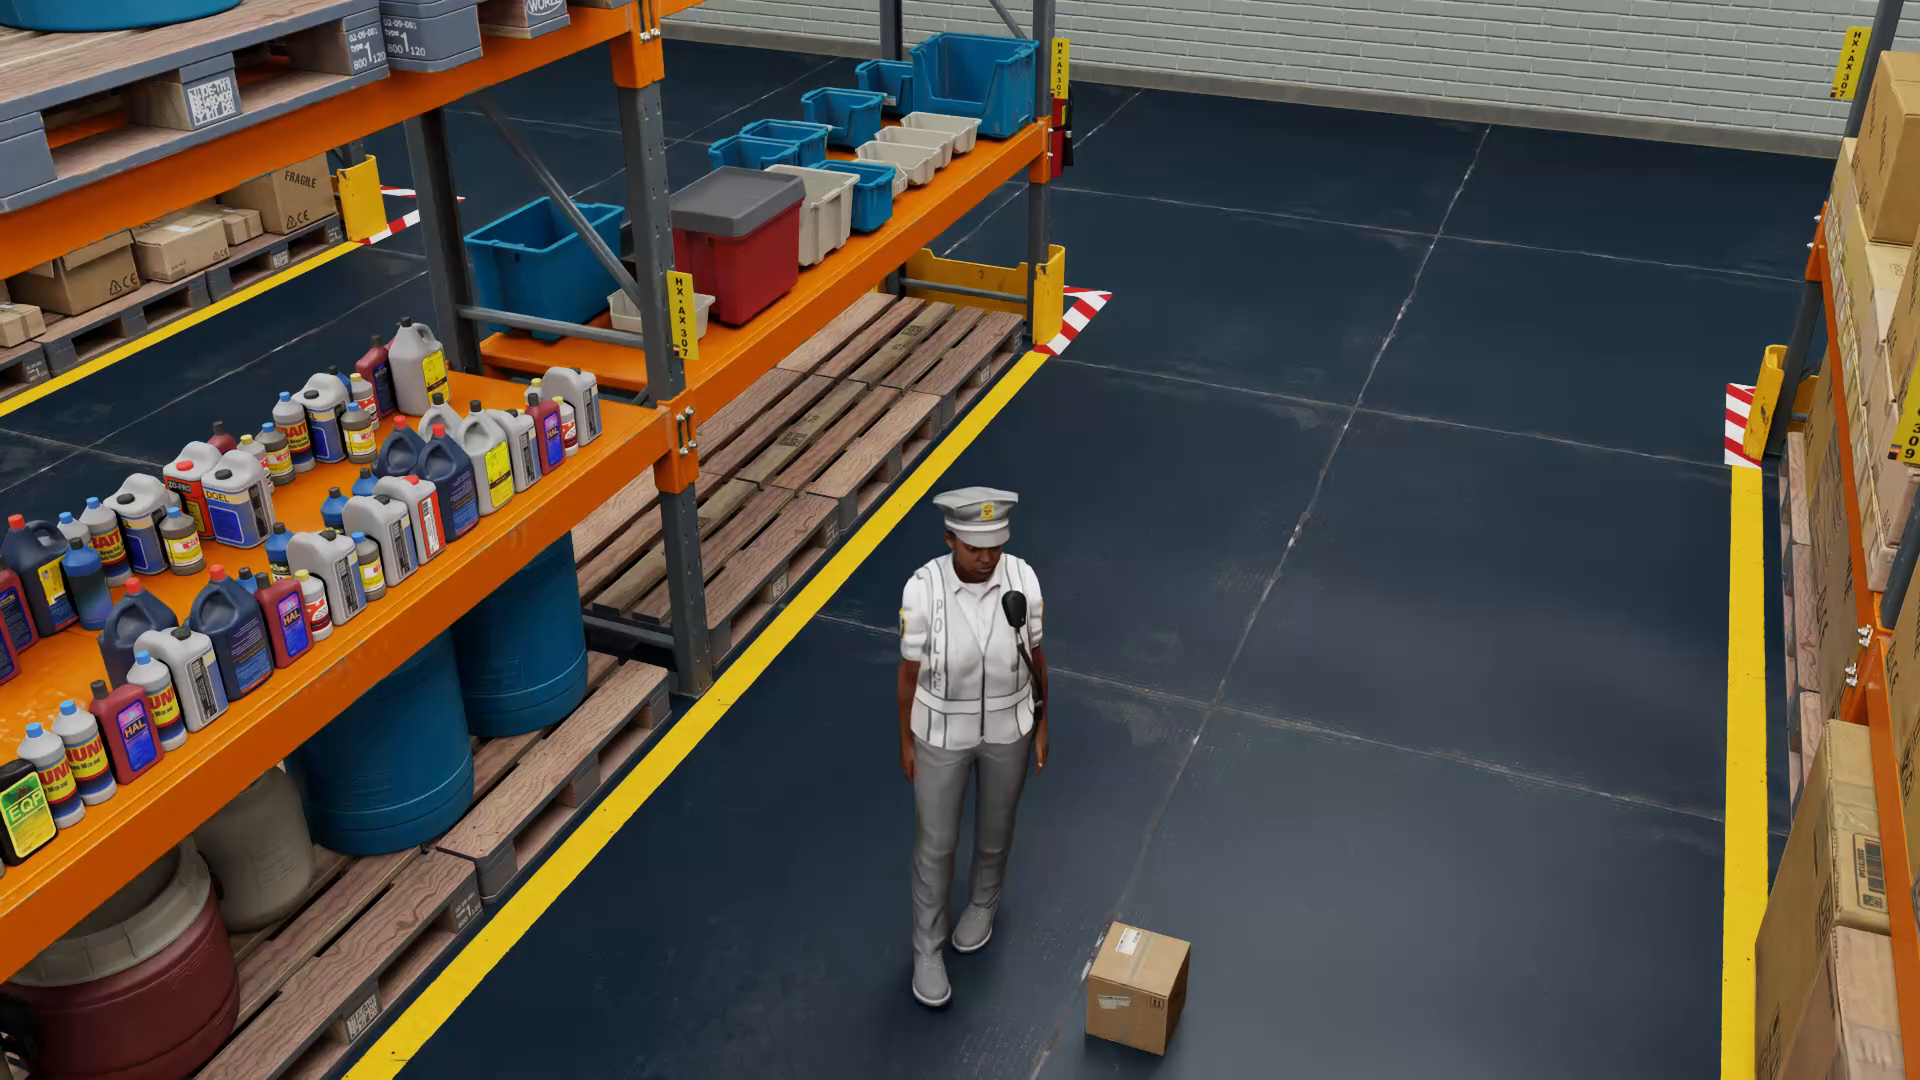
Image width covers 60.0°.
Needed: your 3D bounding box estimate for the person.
[{"bbox_3d":[0.051,0.614,5.028,0.474,1.684,0.499,-6,30,-10],"label":"person"}]
